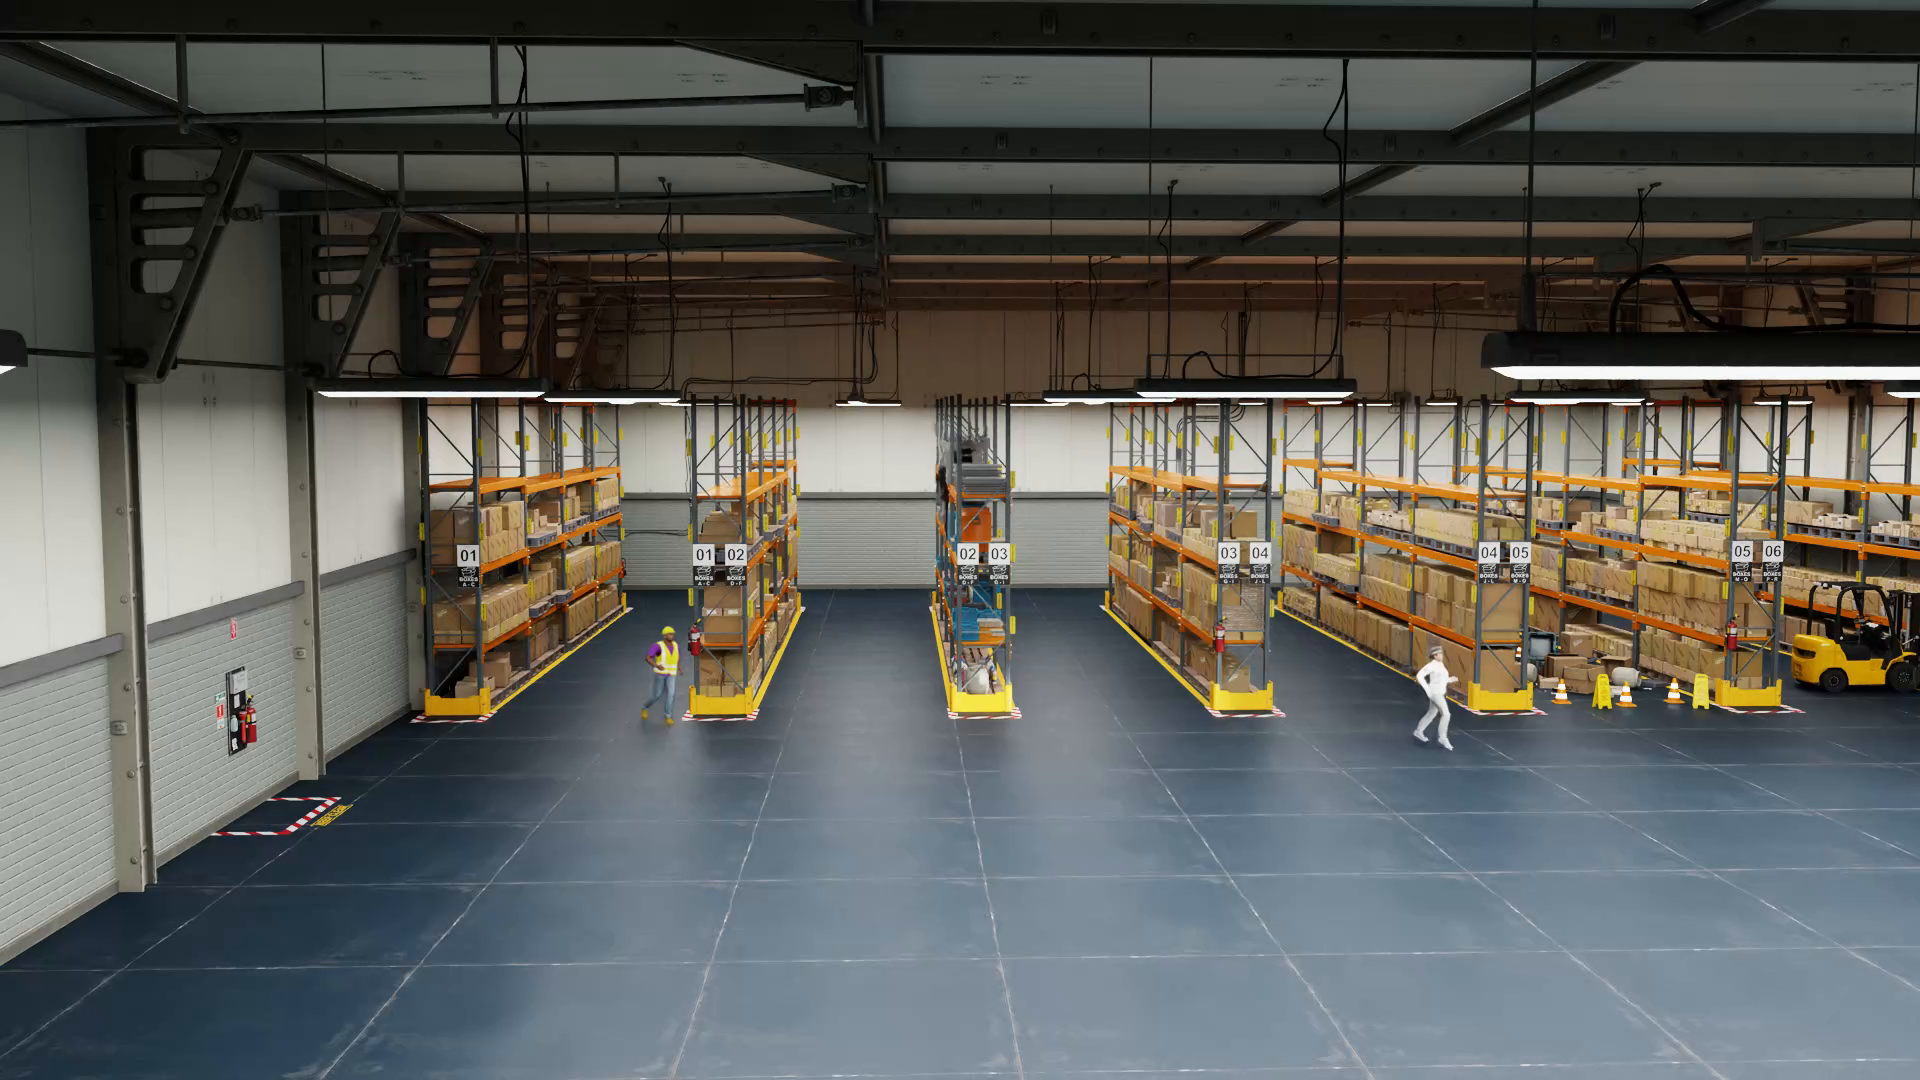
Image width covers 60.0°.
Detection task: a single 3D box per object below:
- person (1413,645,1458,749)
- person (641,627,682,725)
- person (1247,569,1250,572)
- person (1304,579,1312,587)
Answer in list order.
[{"bbox_3d":[8.079,2.656,28.227,0.737,1.752,0.583,3,5,32],"label":"person"},{"bbox_3d":[-5.353,2.453,30.341,0.762,1.736,0.971,-3,6,-38],"label":"person"},{"bbox_3d":[8.546,1.029,48.854,0.538,1.689,0.752,-1,5,-8],"label":"person"},{"bbox_3d":[10.407,1.005,49.080,0.627,1.733,0.663,0,4,1],"label":"person"}]
